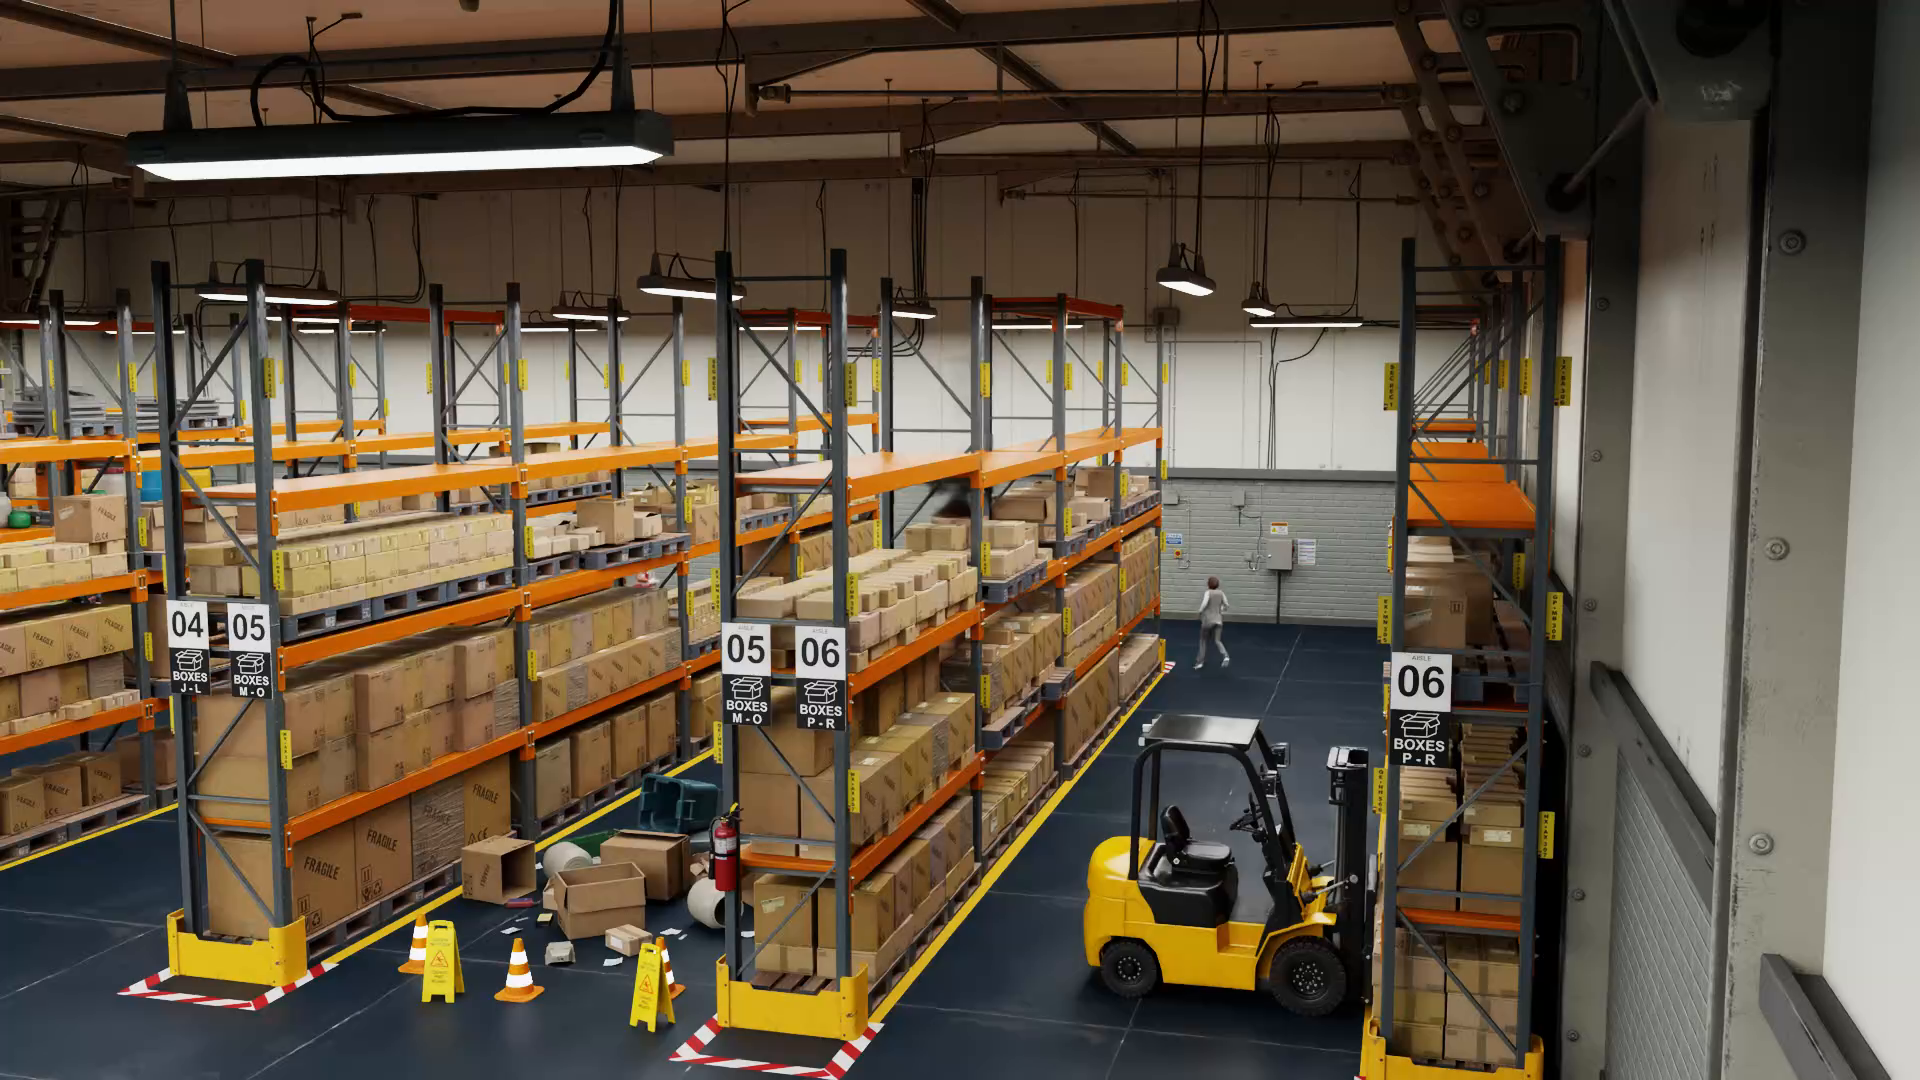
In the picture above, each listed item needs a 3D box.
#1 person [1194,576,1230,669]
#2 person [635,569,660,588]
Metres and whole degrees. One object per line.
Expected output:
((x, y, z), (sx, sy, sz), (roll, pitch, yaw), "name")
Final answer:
((4.250, 1.414, 27.895), (0.593, 1.603, 0.849), (-3, 7, -25), "person")
((-5.925, 0.888, 31.586), (0.682, 1.666, 0.519), (2, 6, 20), "person")
